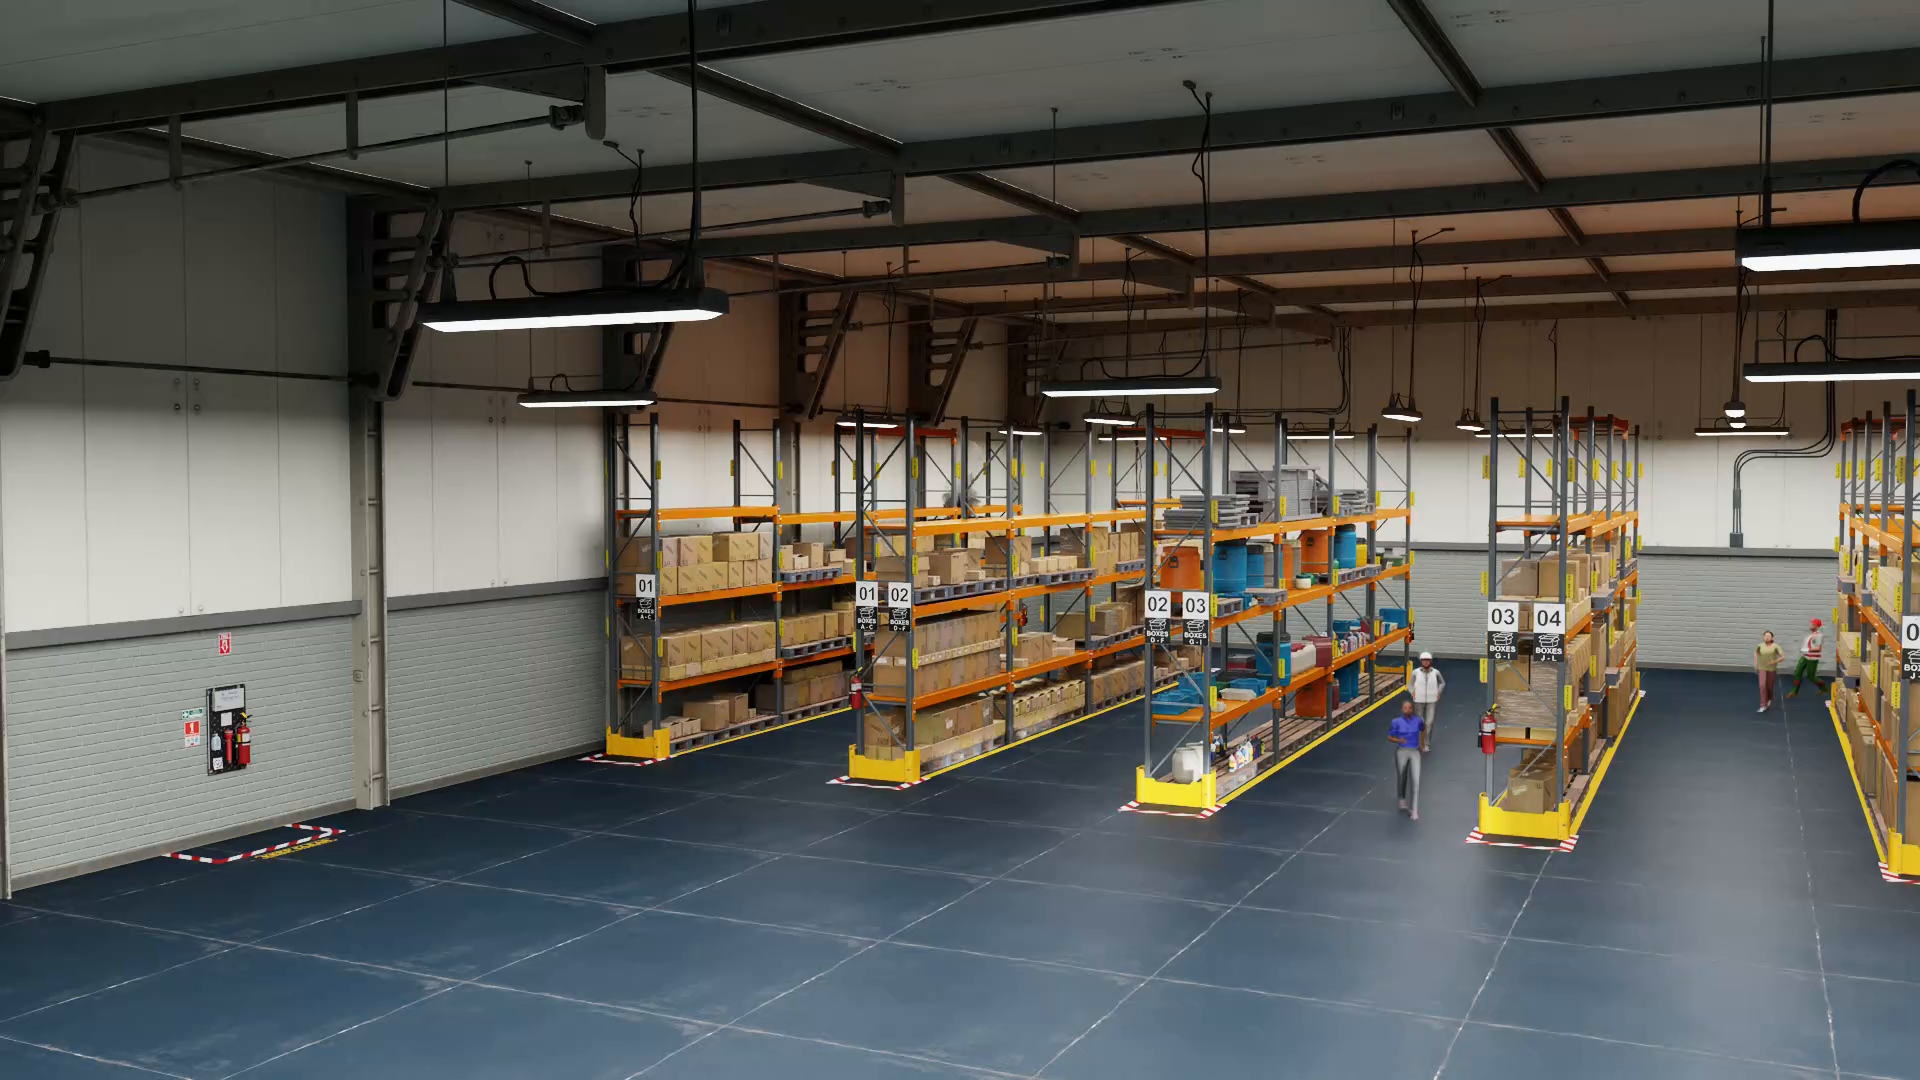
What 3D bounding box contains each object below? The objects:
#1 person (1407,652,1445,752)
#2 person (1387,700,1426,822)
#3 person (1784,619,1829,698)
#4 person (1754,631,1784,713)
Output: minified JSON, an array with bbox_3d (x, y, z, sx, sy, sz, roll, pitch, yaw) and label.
[{"bbox_3d":[8.362,2.889,29.836,0.661,1.755,0.773,1,2,14],"label":"person"},{"bbox_3d":[6.474,3.209,24.087,0.569,1.597,0.859,0,2,9],"label":"person"},{"bbox_3d":[18.472,2.576,36.157,0.946,1.752,0.705,0,2,1],"label":"person"},{"bbox_3d":[16.808,2.720,34.575,0.587,1.671,0.891,1,3,32],"label":"person"}]
